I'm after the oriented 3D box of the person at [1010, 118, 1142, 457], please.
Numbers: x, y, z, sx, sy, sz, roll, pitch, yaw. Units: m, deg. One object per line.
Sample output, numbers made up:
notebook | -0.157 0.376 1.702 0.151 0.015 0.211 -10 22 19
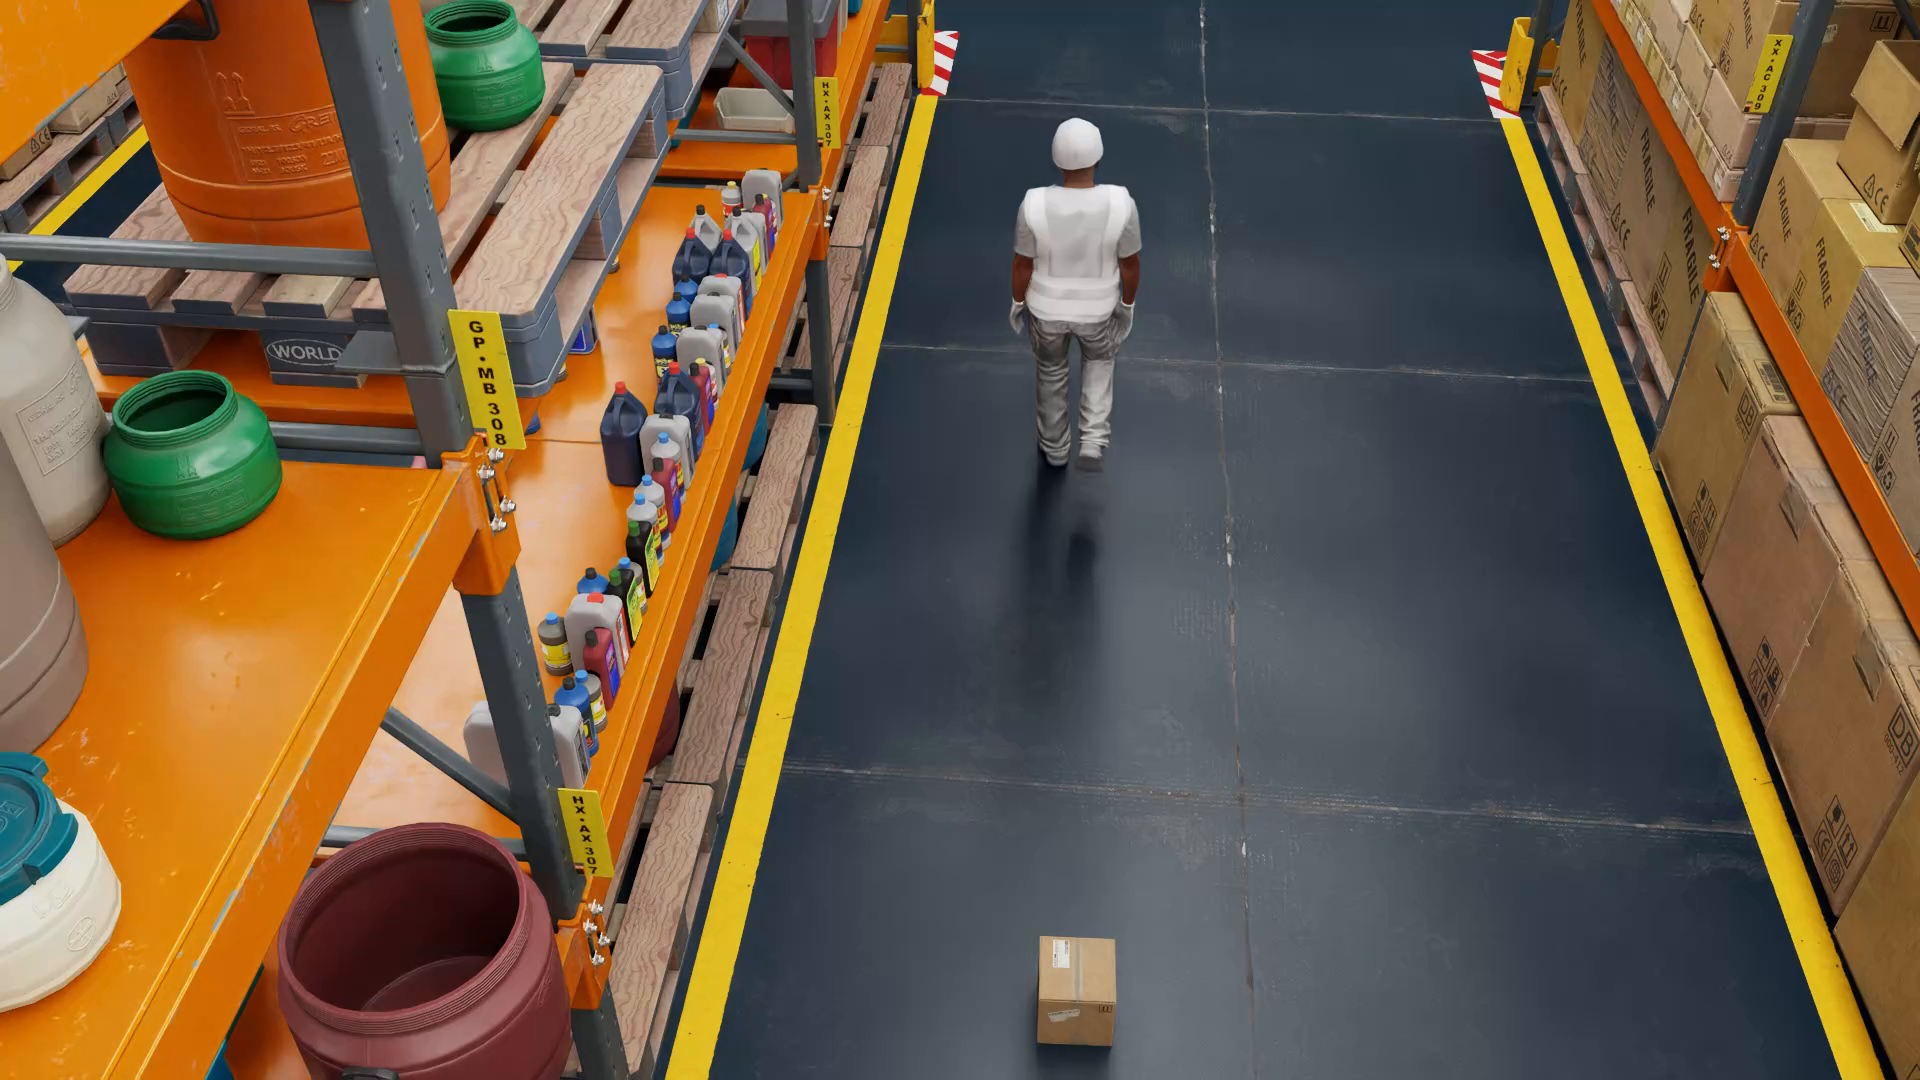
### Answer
person | 0.499 -1.053 7.330 0.556 1.719 0.476 0 40 0
